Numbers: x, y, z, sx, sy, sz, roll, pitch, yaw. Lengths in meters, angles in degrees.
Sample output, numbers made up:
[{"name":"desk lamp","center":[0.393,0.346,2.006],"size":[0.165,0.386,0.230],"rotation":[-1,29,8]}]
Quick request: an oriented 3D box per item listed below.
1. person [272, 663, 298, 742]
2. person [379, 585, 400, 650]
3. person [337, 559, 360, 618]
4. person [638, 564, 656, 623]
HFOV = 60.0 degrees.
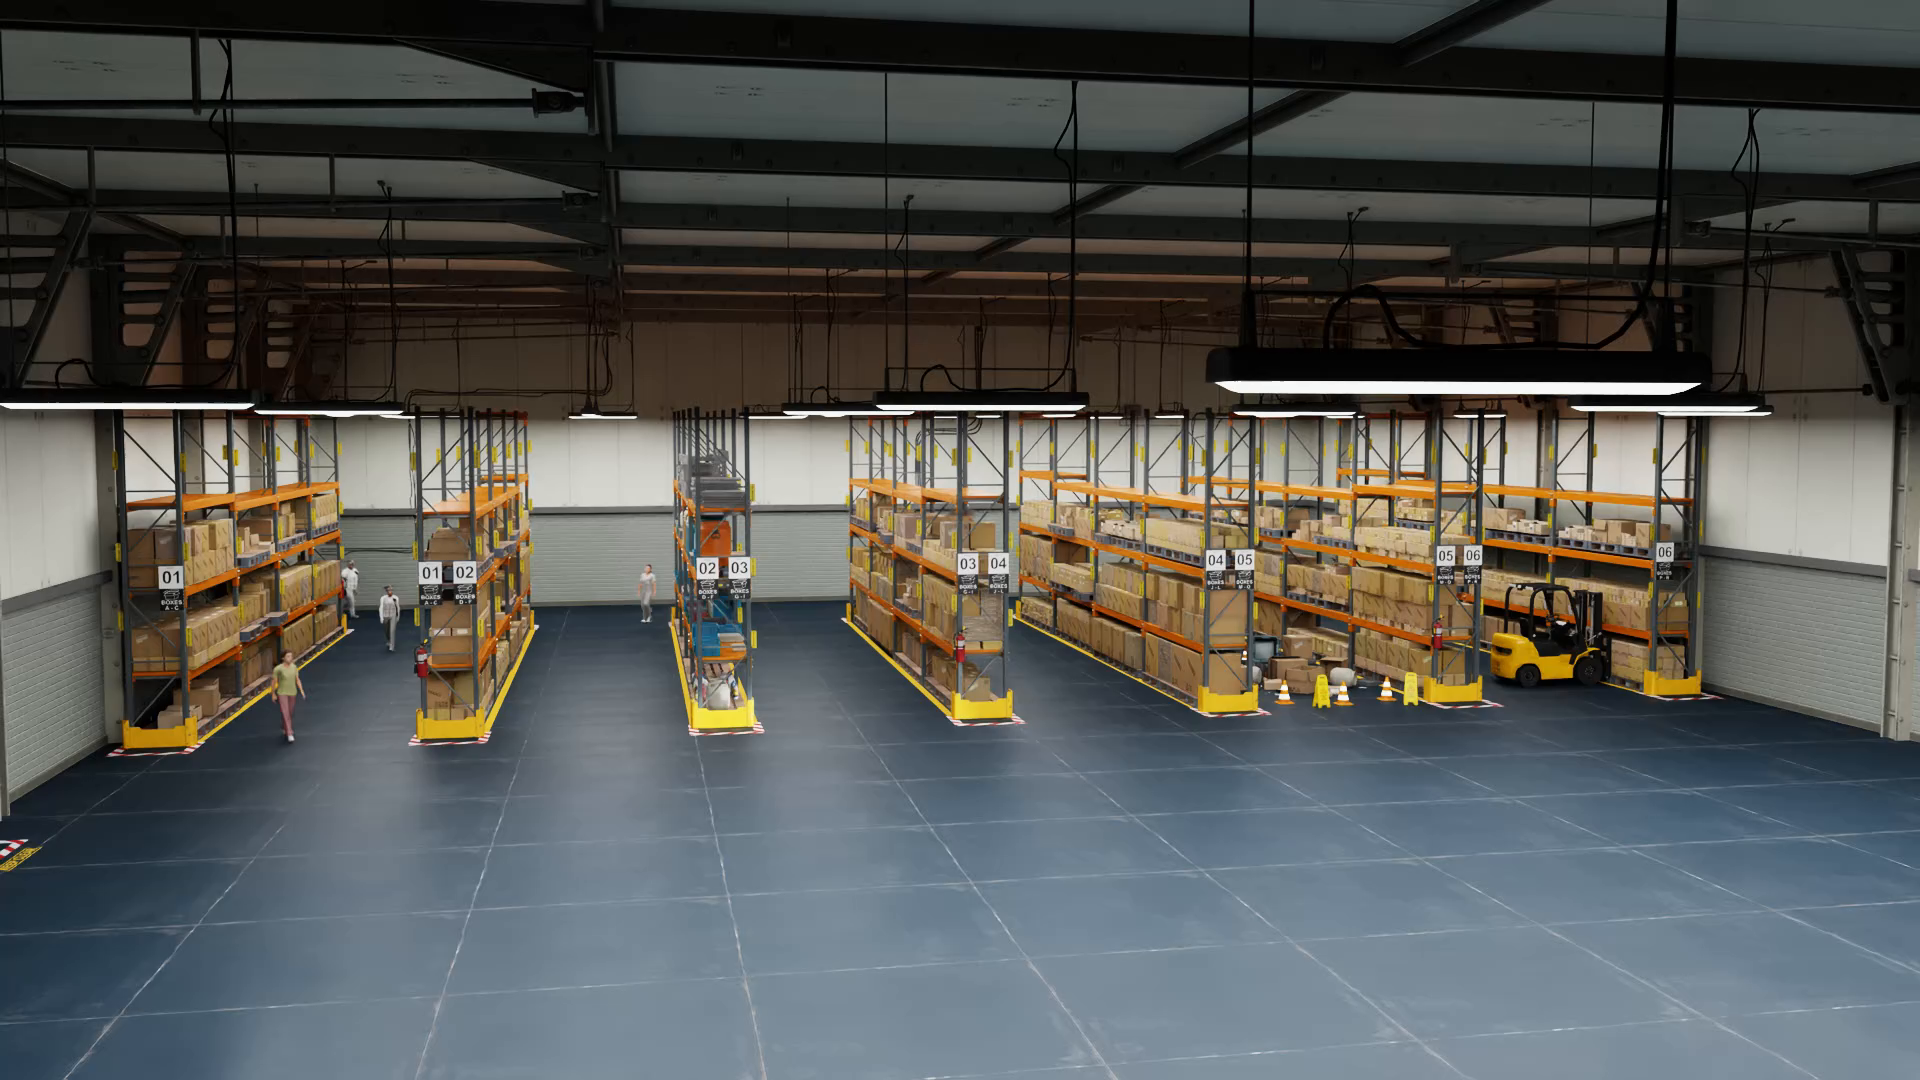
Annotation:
[{"name":"person","center":[-12.106,2.889,29.902],"size":[0.474,1.351,1.096],"rotation":[-3,5,-40]},{"name":"person","center":[-14.321,1.922,41.748],"size":[0.465,1.620,1.049],"rotation":[-1,4,-11]},{"name":"person","center":[-17.865,1.402,48.569],"size":[0.968,1.712,0.537],"rotation":[2,4,23]},{"name":"person","center":[-8.921,1.526,47.269],"size":[0.484,1.683,0.499],"rotation":[2,4,24]}]
